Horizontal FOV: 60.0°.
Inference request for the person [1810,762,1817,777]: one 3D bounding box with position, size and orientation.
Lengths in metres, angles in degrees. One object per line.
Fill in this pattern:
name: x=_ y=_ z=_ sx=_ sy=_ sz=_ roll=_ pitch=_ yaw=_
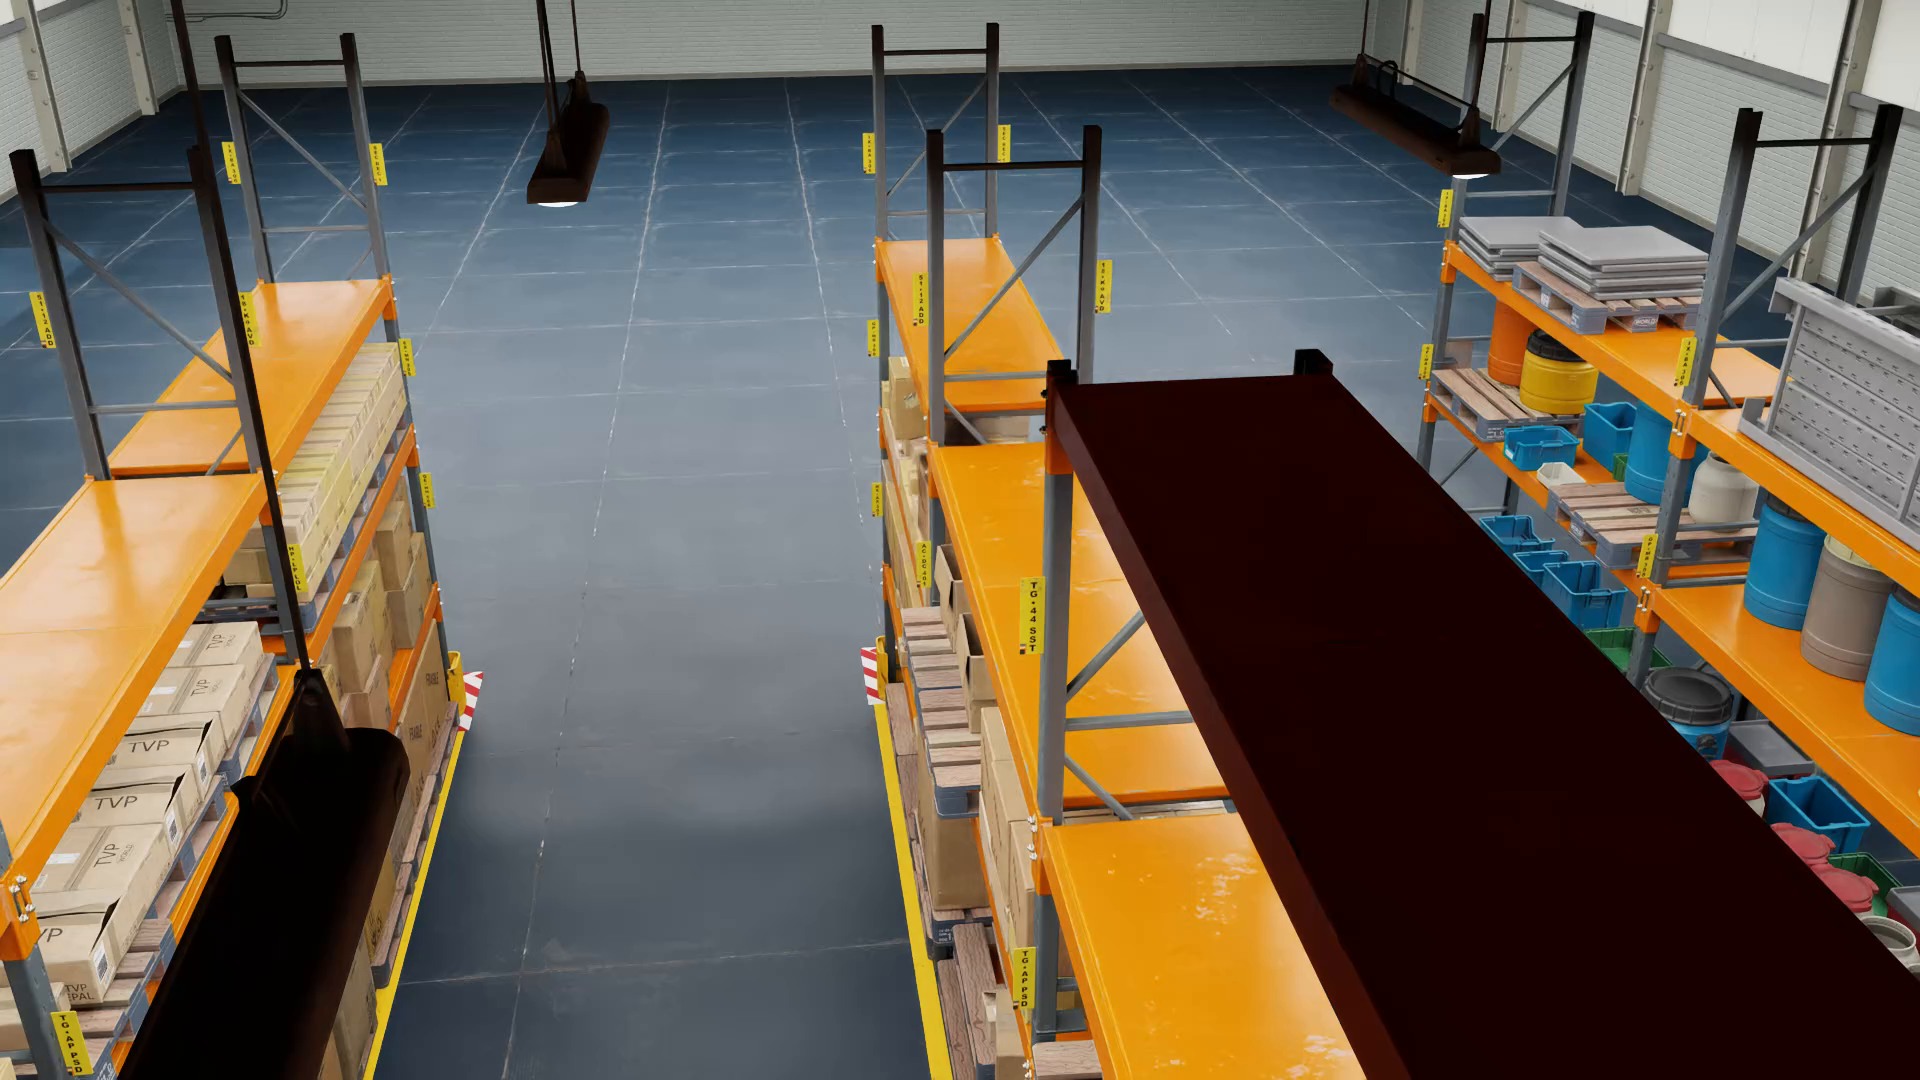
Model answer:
person: x=7.000 y=1.475 z=13.567 sx=0.355 sy=1.758 sz=0.525 roll=19 pitch=32 yaw=35
